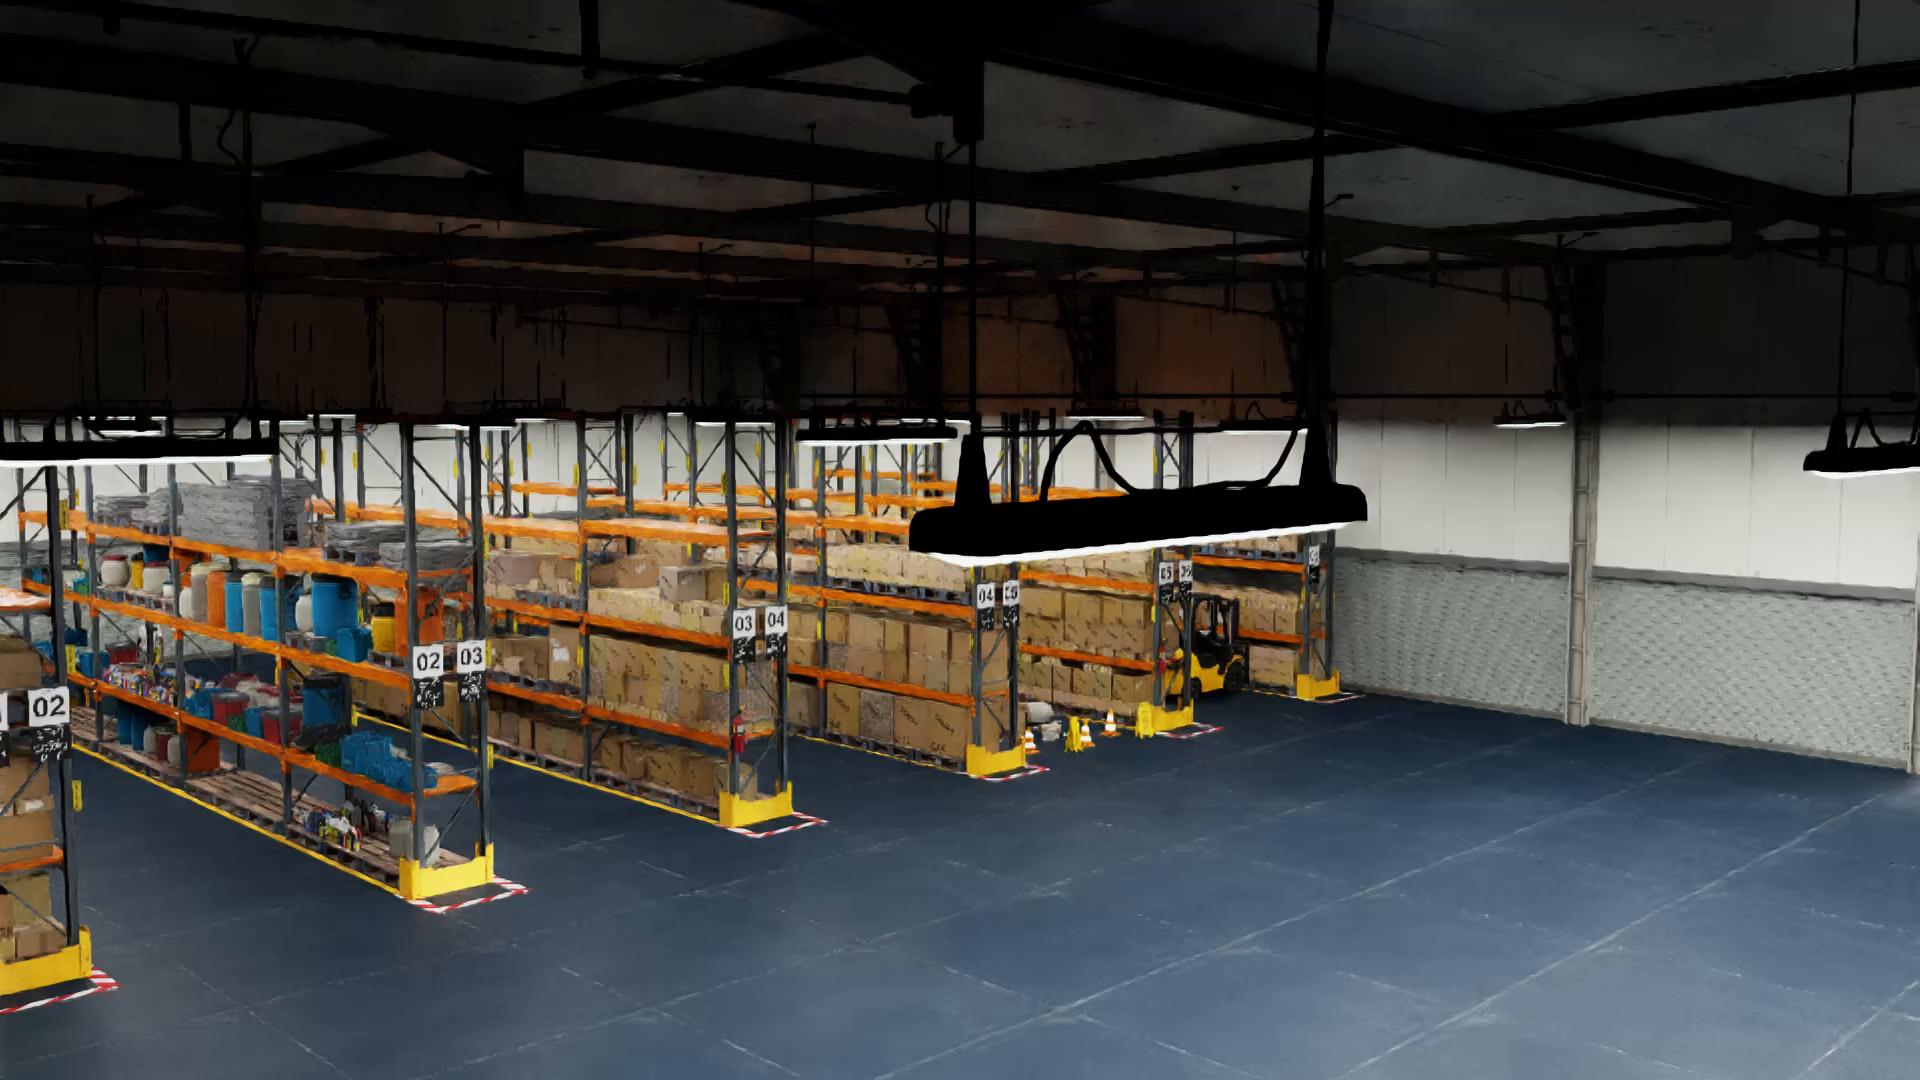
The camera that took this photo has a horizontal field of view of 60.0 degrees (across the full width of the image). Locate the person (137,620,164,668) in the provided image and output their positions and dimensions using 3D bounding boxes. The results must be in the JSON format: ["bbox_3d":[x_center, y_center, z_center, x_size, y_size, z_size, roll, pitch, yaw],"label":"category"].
[{"bbox_3d":[-17.659,2.362,36.302,0.981,1.626,0.461,5,7,44],"label":"person"}]
